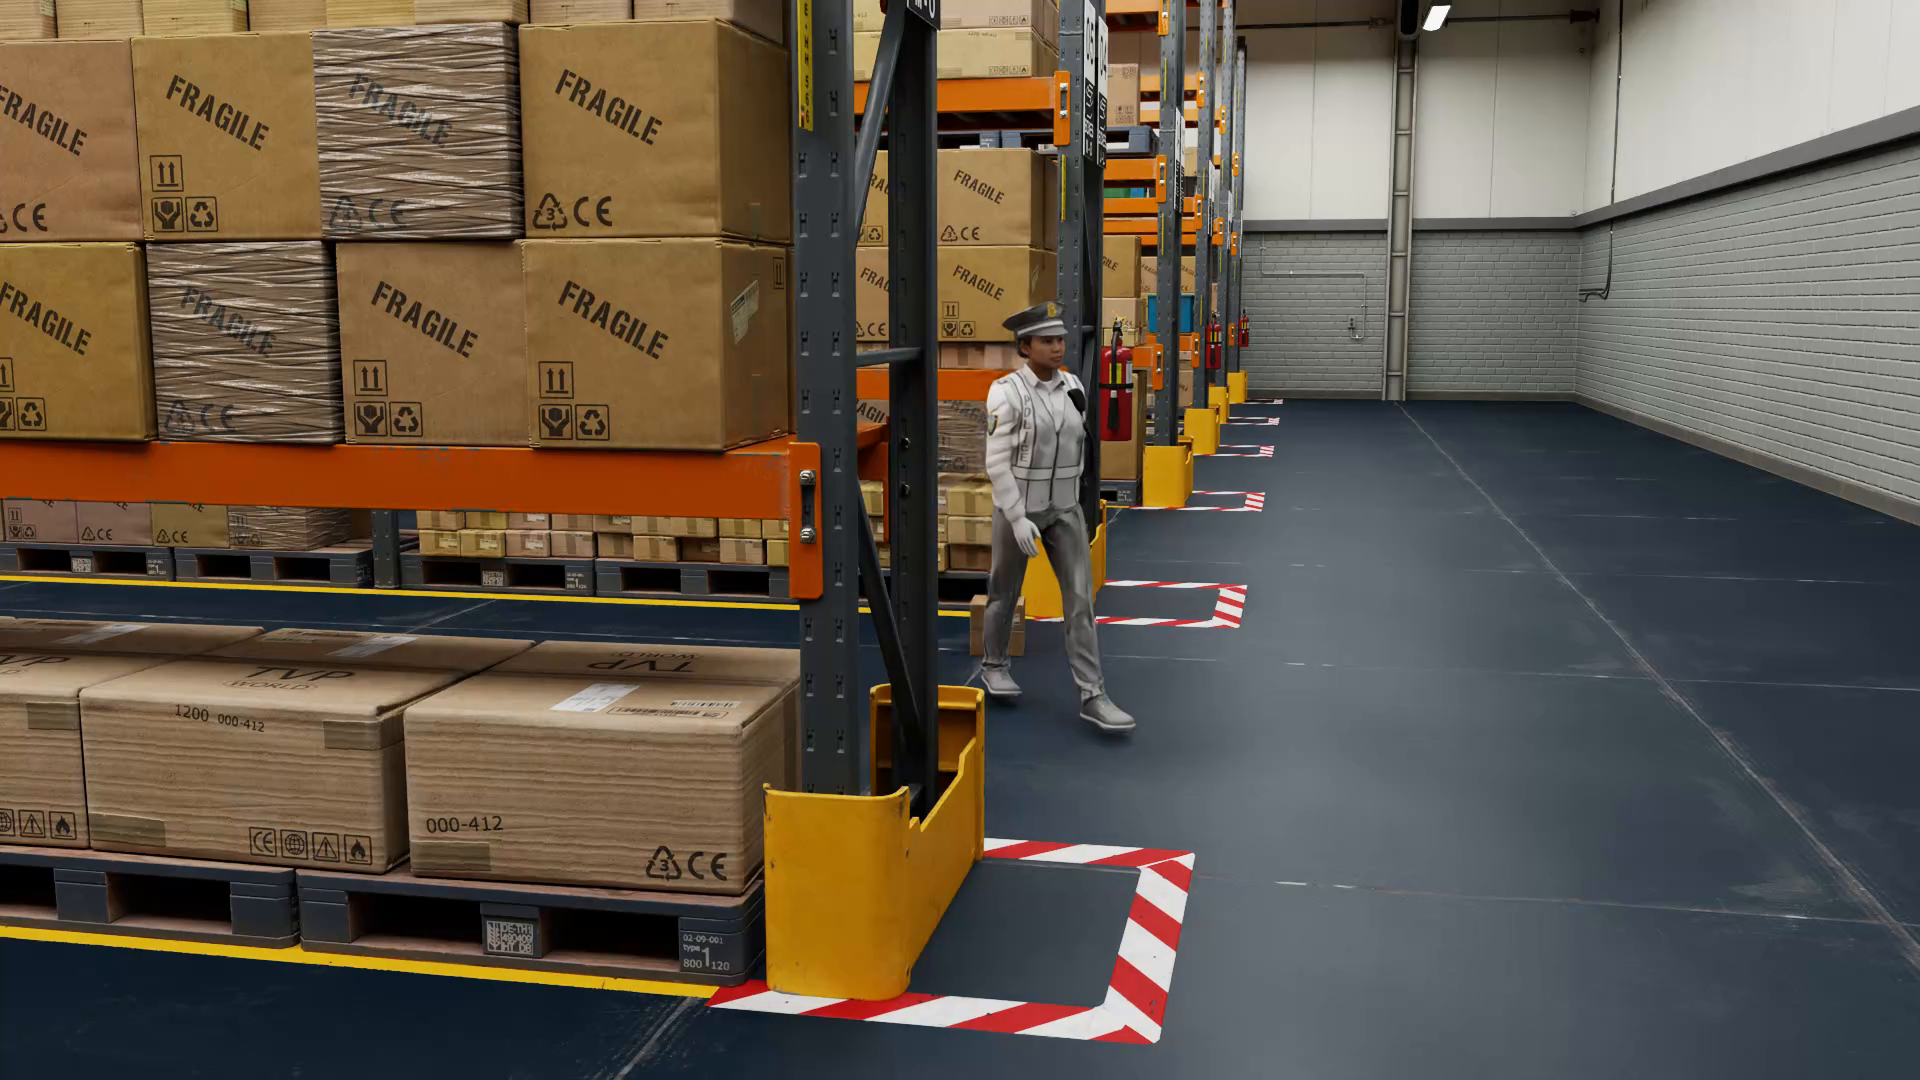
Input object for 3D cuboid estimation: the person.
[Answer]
[{"bbox_3d":[0.324,-0.121,6.538,0.480,1.623,0.959,-3,9,-21],"label":"person"}]
